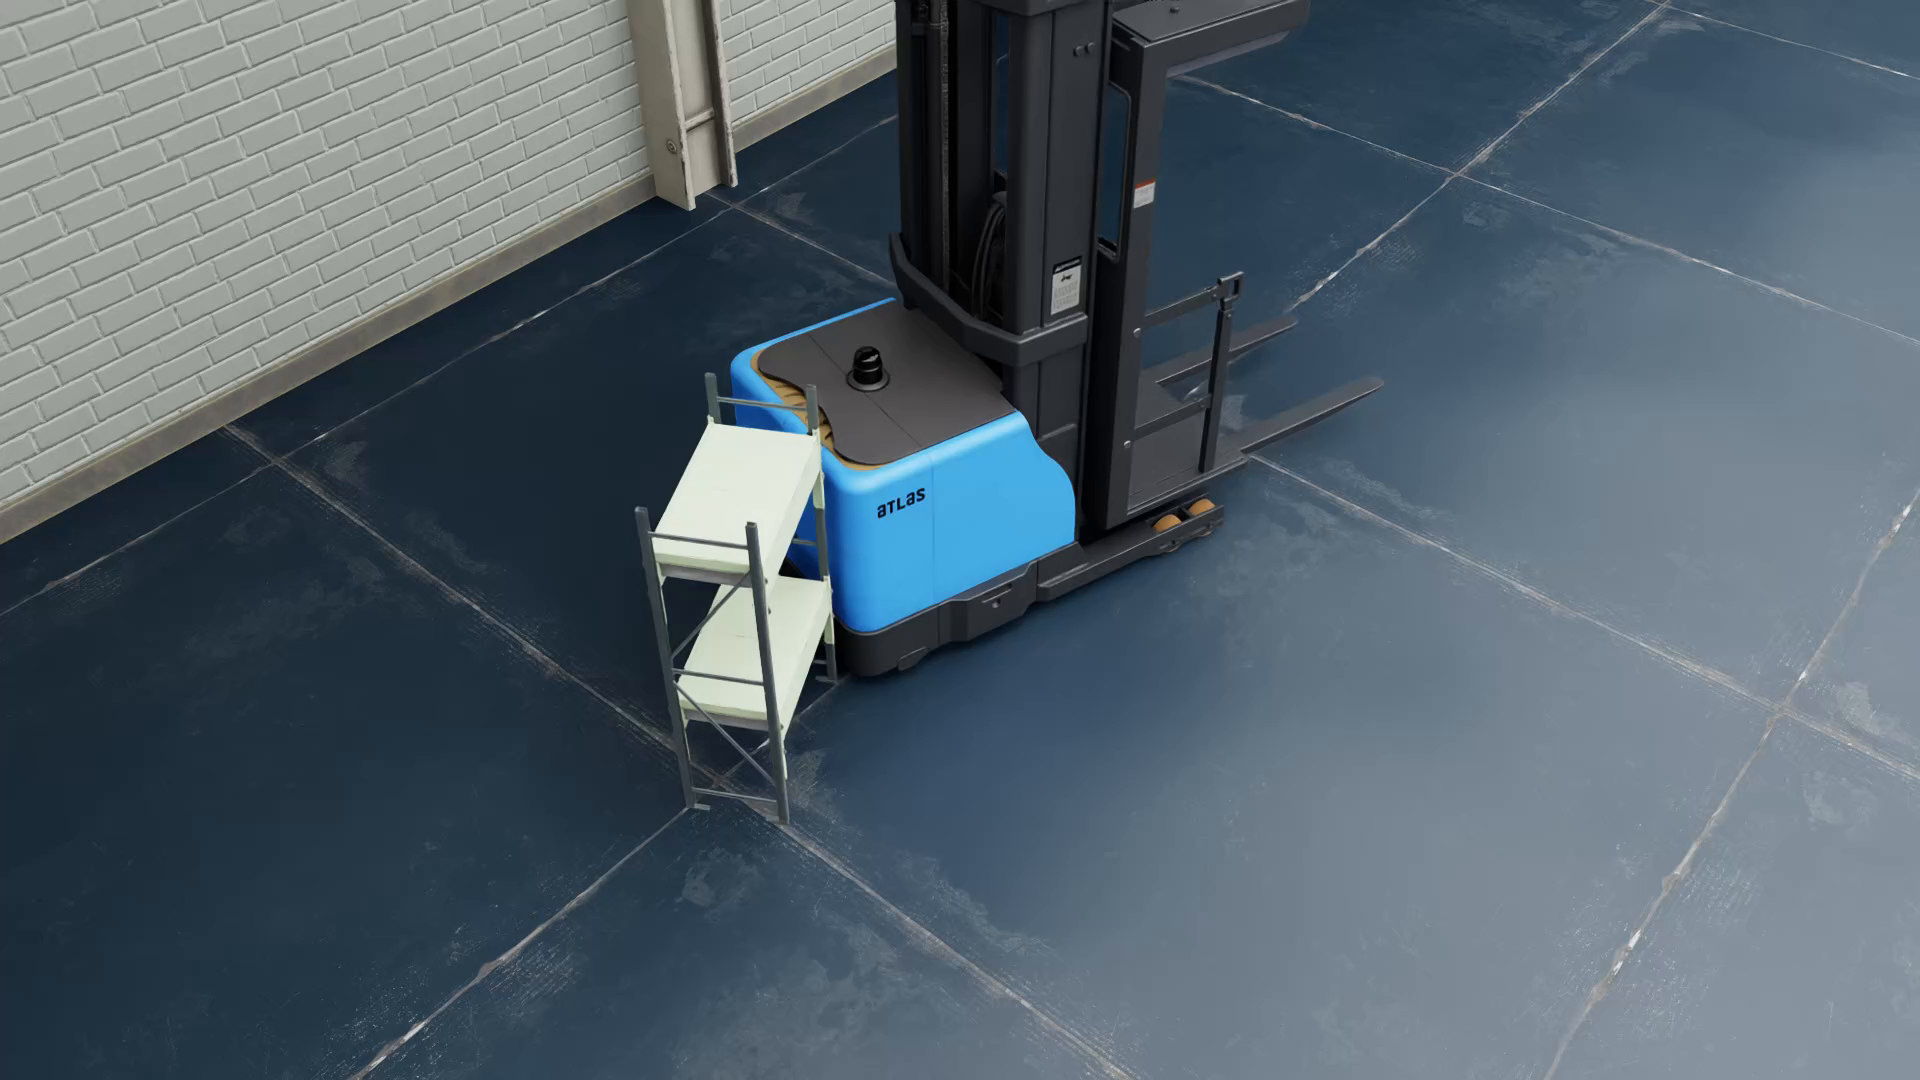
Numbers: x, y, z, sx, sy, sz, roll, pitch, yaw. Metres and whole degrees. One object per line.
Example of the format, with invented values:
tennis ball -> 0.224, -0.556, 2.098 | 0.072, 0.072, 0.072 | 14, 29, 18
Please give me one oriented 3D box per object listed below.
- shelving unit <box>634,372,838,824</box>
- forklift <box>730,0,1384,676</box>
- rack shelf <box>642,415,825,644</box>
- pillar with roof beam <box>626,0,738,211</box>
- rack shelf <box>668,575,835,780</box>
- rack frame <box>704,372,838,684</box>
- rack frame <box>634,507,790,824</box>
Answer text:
shelving unit -> -0.770, 0.239, 6.054 | 0.431, 1.500, 0.755 | 8, 43, 8
forklift -> 0.577, -1.304, 6.688 | 3.031, 2.935, 1.130 | -24, 47, -24
rack shelf -> -0.770, -0.049, 5.791 | 0.431, 0.370, 0.720 | 8, 43, 8
pillar with roof beam -> 1.757, -3.513, 4.607 | 9.100, 9.000, 0.400 | 29, 50, 28
rack shelf -> -0.770, 0.481, 6.273 | 0.431, 0.370, 0.720 | 8, 43, 8
rack frame -> -0.700, -0.002, 6.320 | 0.400, 1.500, 0.023 | 8, 43, 8
rack frame -> -0.841, 0.481, 5.788 | 0.400, 1.500, 0.023 | 8, 43, 8
